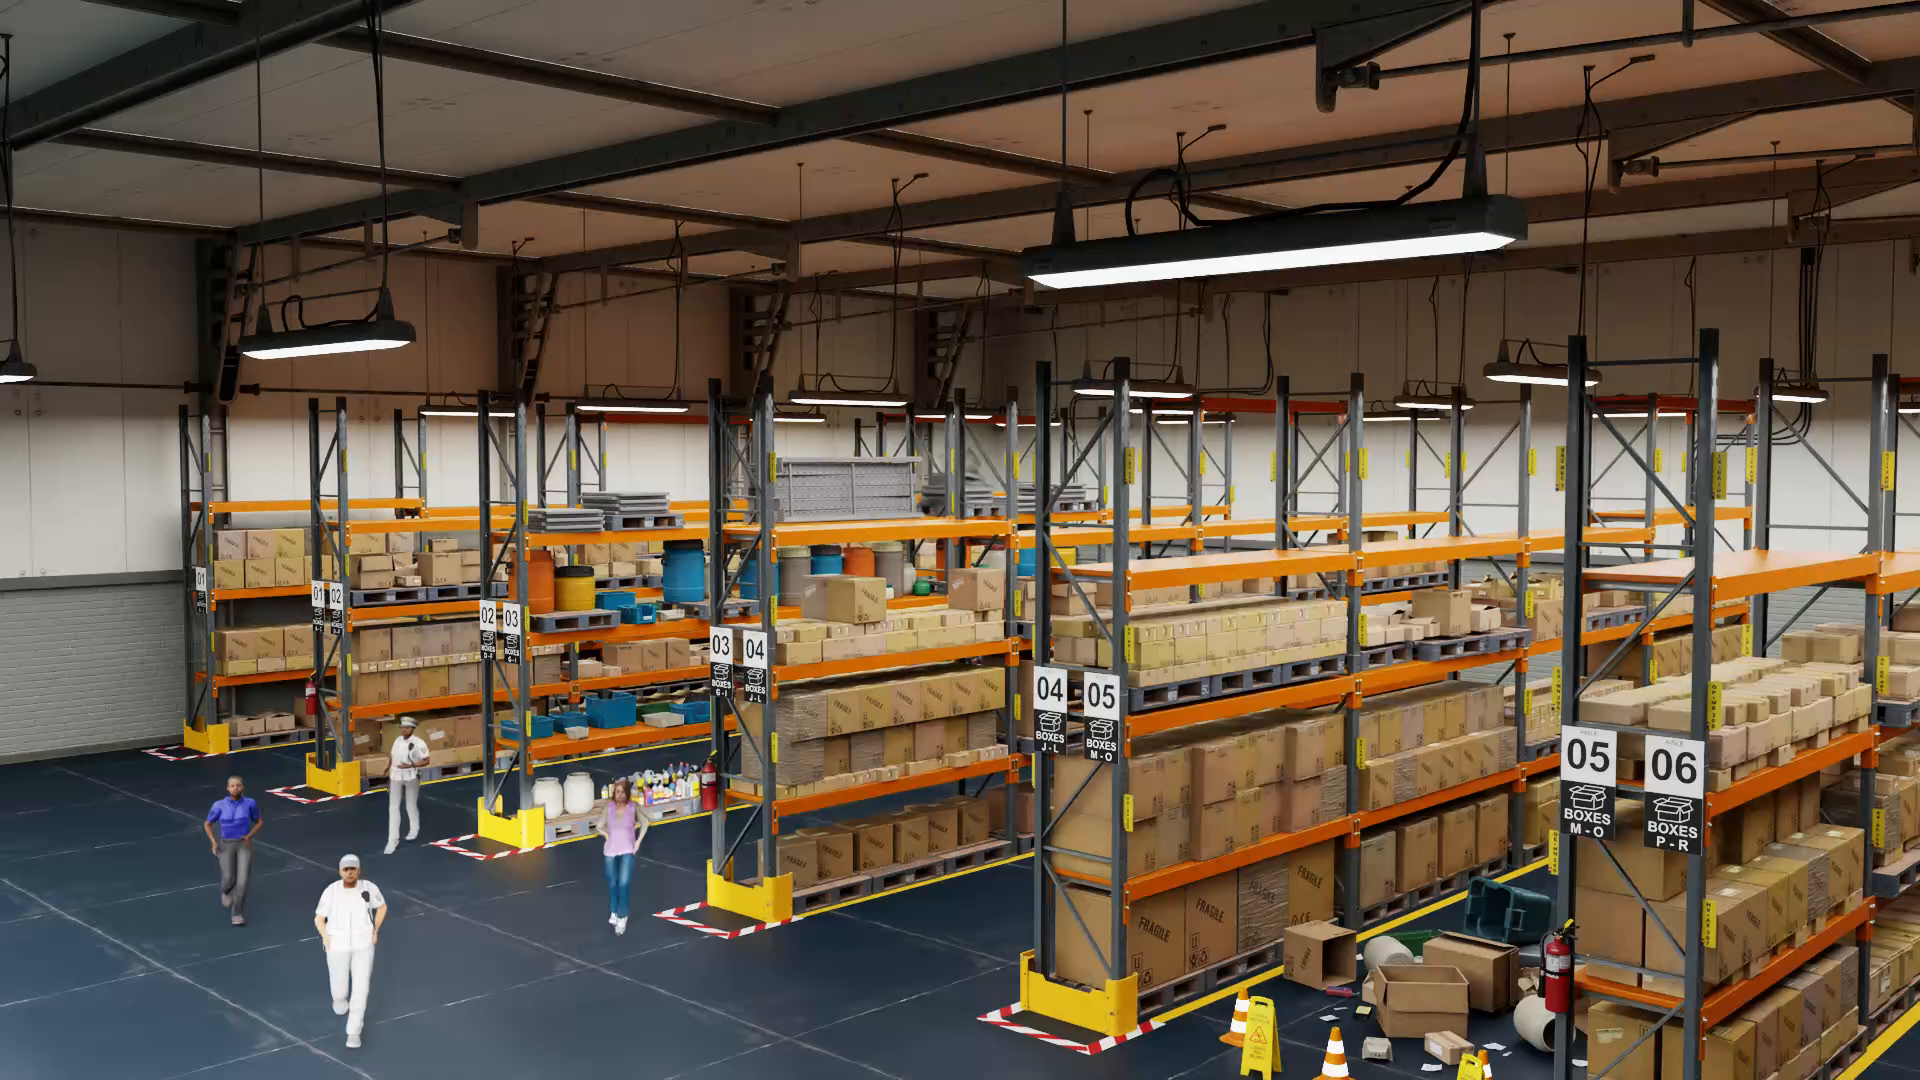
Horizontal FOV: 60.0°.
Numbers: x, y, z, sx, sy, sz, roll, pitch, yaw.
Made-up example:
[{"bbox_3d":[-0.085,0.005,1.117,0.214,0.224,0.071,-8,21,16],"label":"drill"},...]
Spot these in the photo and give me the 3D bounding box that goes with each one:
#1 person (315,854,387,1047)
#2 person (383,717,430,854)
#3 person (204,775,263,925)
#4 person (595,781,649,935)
[{"bbox_3d":[-5.362,3.578,14.667,0.607,1.629,0.734,-1,3,-22],"label":"person"},{"bbox_3d":[-7.248,3.169,21.771,0.629,1.731,0.847,0,3,-1],"label":"person"},{"bbox_3d":[-7.990,3.394,18.329,0.591,1.608,0.575,-2,3,-31],"label":"person"},{"bbox_3d":[-3.668,3.418,17.963,0.542,1.618,0.595,0,3,2],"label":"person"}]
